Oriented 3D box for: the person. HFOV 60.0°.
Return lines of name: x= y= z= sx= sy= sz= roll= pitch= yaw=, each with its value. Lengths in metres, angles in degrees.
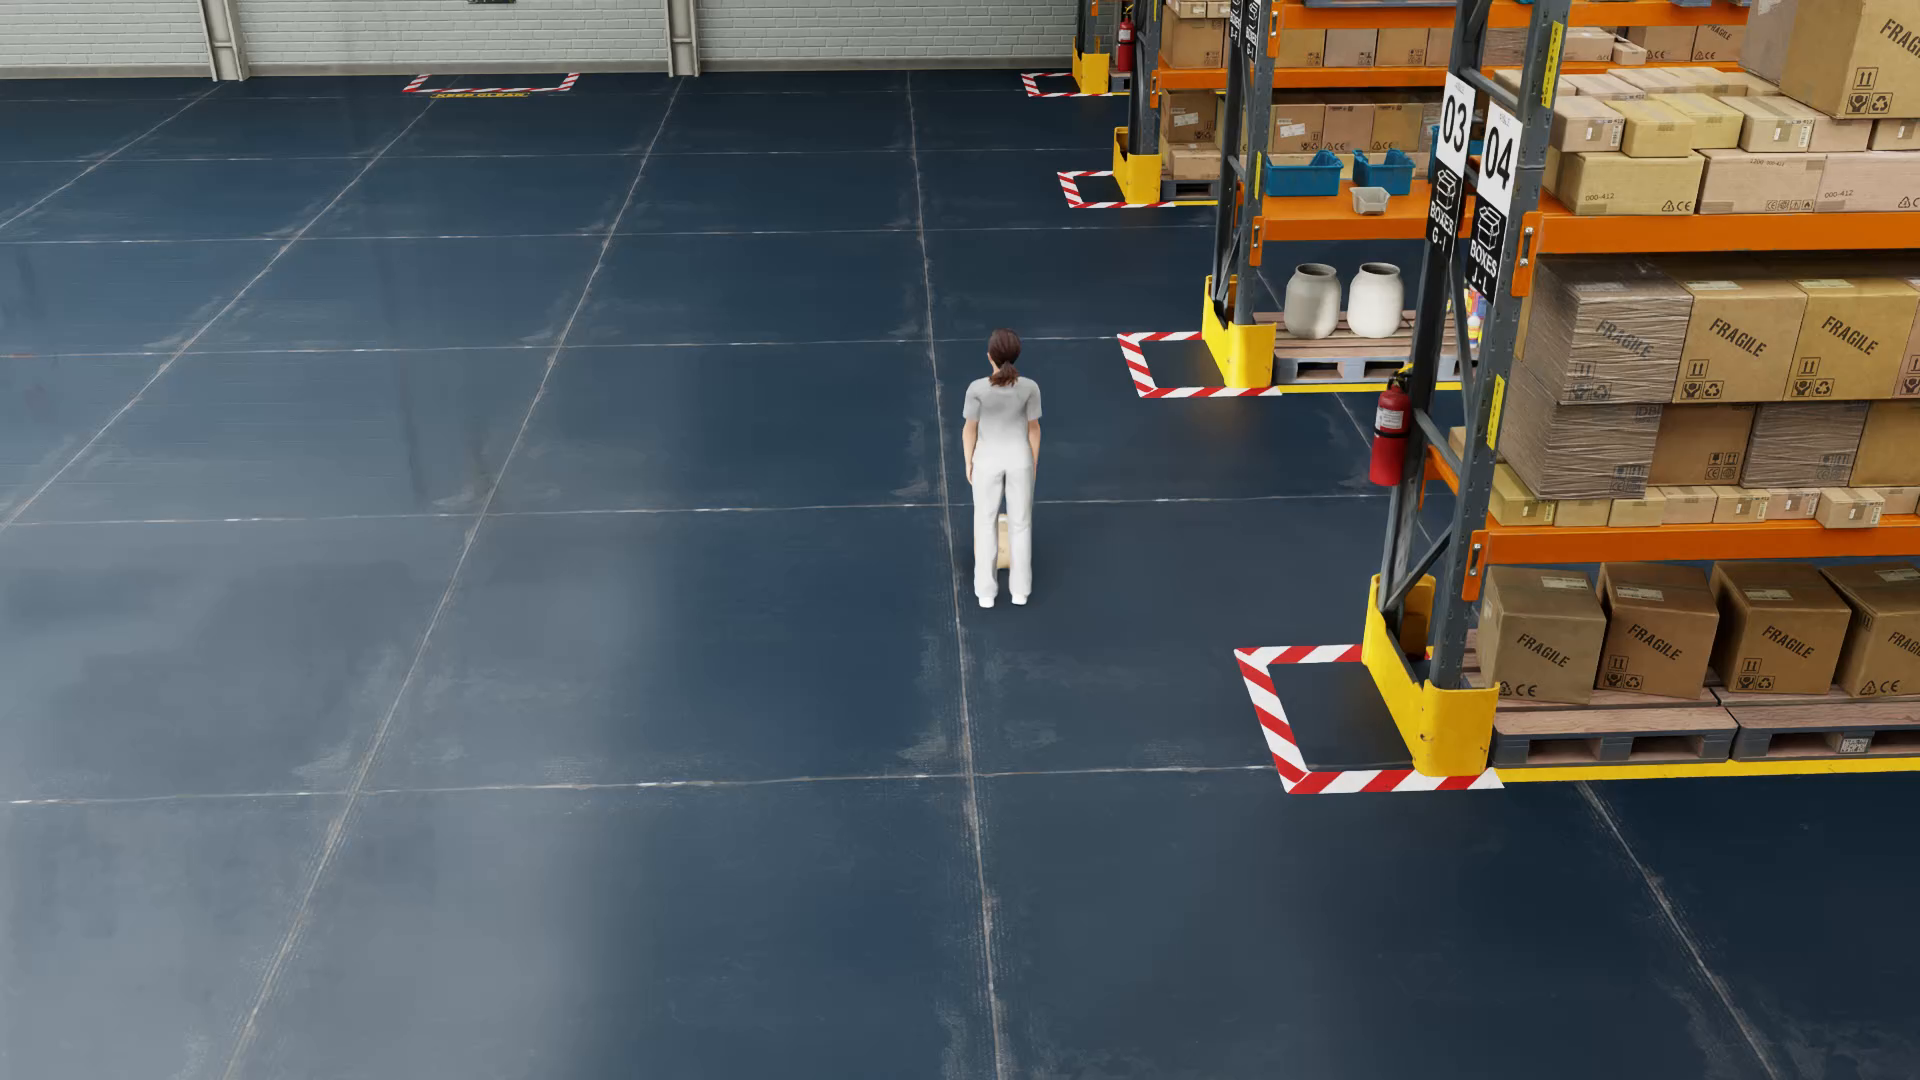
person: x=0.235 y=-0.391 z=9.392 sx=0.440 sy=1.698 sz=0.361 roll=-1 pitch=28 yaw=-2
